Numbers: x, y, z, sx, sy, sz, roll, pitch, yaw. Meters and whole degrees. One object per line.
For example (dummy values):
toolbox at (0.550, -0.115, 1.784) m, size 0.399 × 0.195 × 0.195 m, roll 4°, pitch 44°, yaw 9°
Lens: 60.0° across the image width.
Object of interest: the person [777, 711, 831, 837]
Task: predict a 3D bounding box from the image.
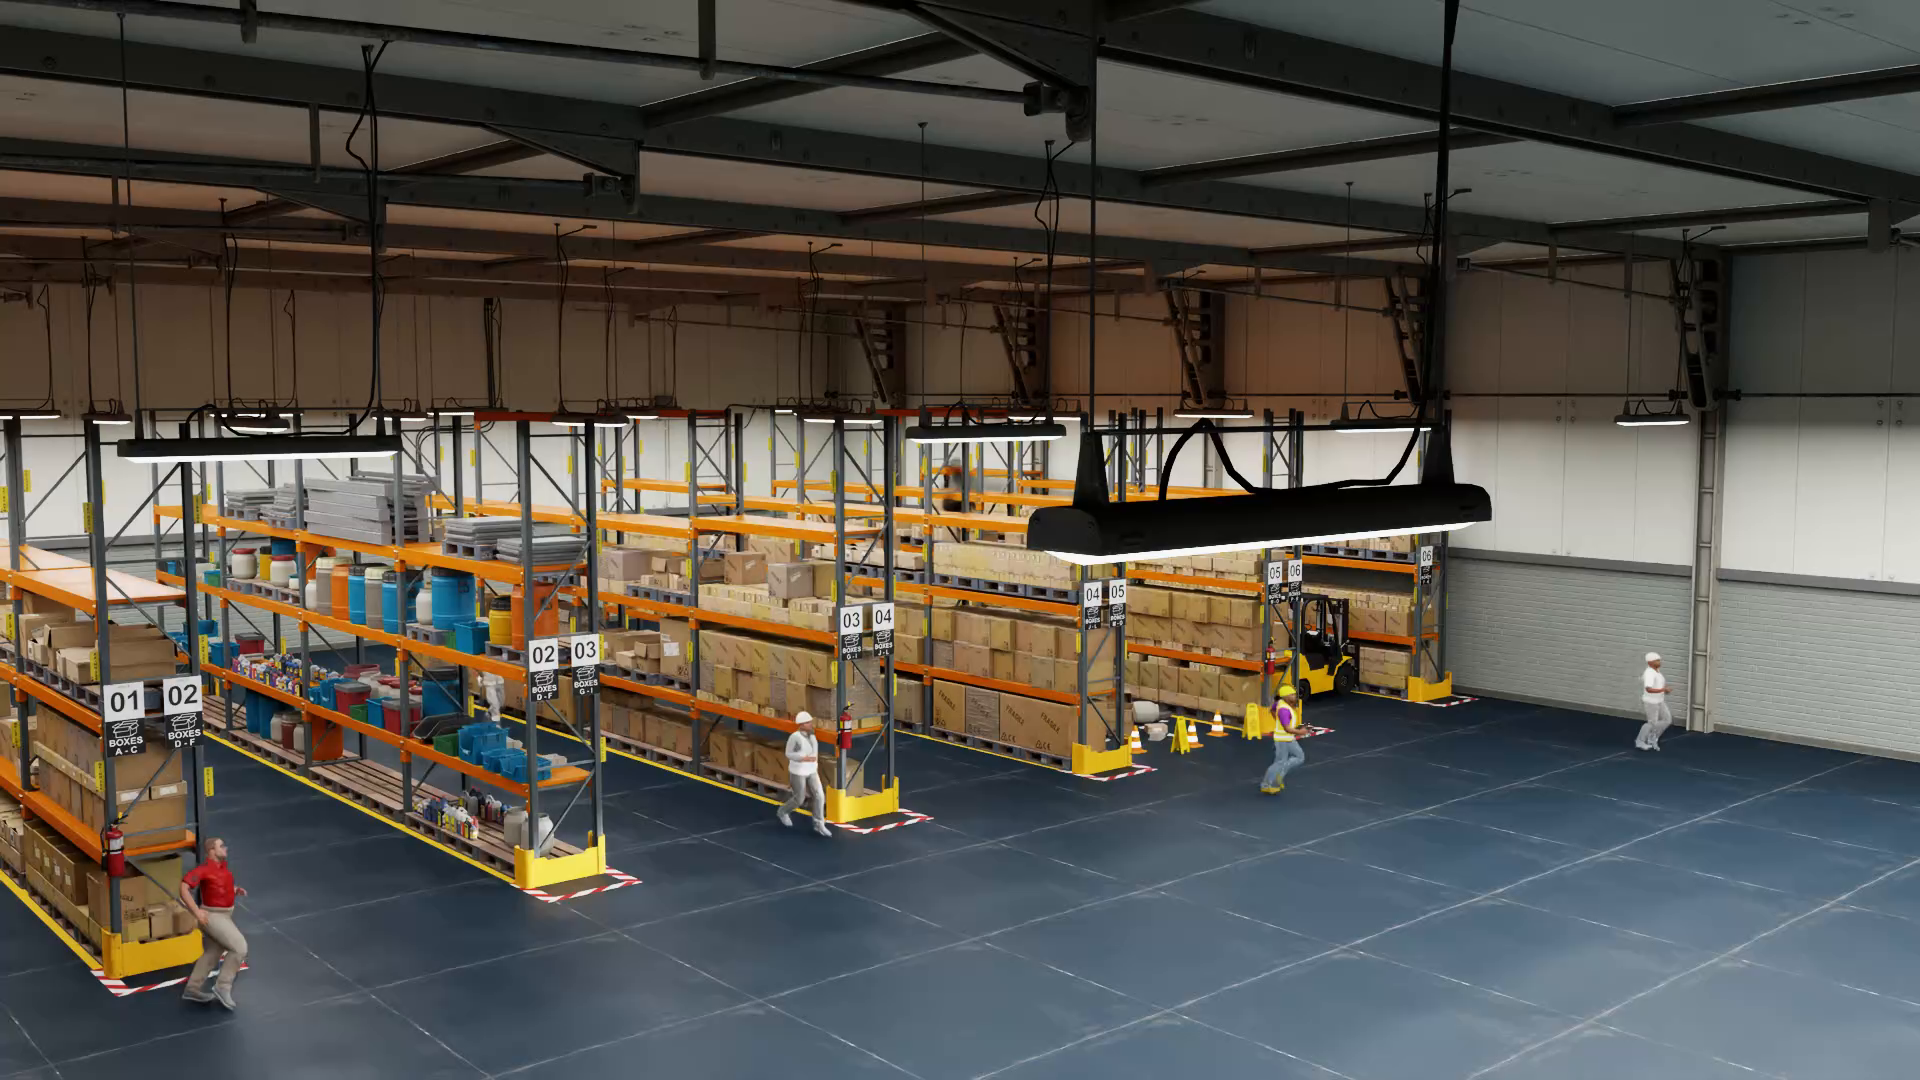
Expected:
person at (-2.270, 3.348, 23.961) m, size 0.927 × 1.785 × 0.692 m, roll 4°, pitch 6°, yaw 37°

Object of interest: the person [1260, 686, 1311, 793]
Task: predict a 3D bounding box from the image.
person at (5.165, 3.141, 26.322) m, size 0.780 × 1.710 × 0.723 m, roll 1°, pitch 5°, yaw 16°

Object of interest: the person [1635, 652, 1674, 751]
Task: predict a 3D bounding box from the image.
person at (12.322, 2.877, 29.432) m, size 0.661 × 1.783 × 0.676 m, roll 4°, pitch 6°, yaw 38°

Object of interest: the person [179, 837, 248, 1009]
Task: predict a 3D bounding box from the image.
person at (-7.760, 3.973, 17.323) m, size 0.654 × 1.754 × 0.660 m, roll -1°, pitch 5°, yaw -16°

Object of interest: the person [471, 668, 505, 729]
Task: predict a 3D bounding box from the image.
person at (-8.701, 2.716, 30.982) m, size 0.667 × 1.768 × 0.963 m, roll -5°, pitch 7°, yaw -44°
